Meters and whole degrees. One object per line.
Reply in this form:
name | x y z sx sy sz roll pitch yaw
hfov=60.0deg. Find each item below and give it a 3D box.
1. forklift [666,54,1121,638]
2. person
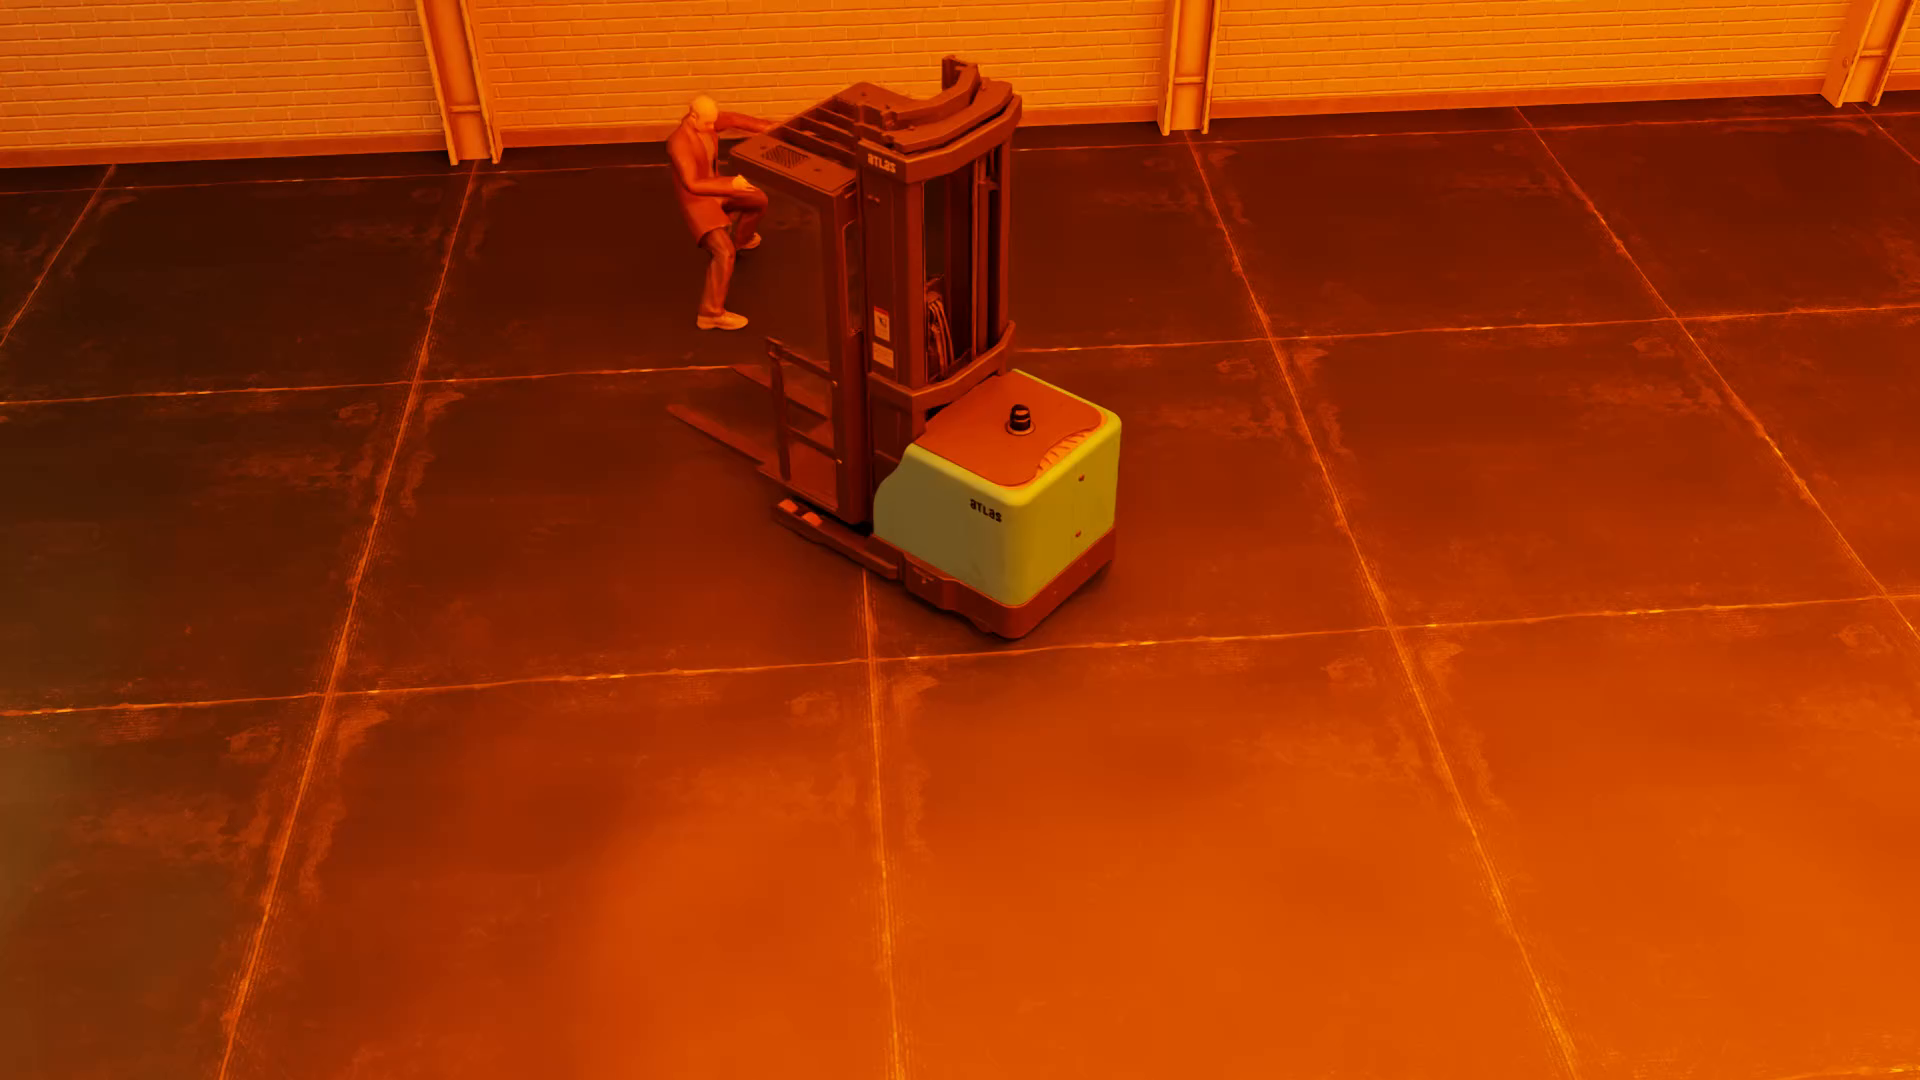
forklift | -0.538 -1.356 9.523 3.031 2.935 1.130 28 48 29
person | -1.661 -2.482 11.912 0.718 1.535 1.231 14 43 16
